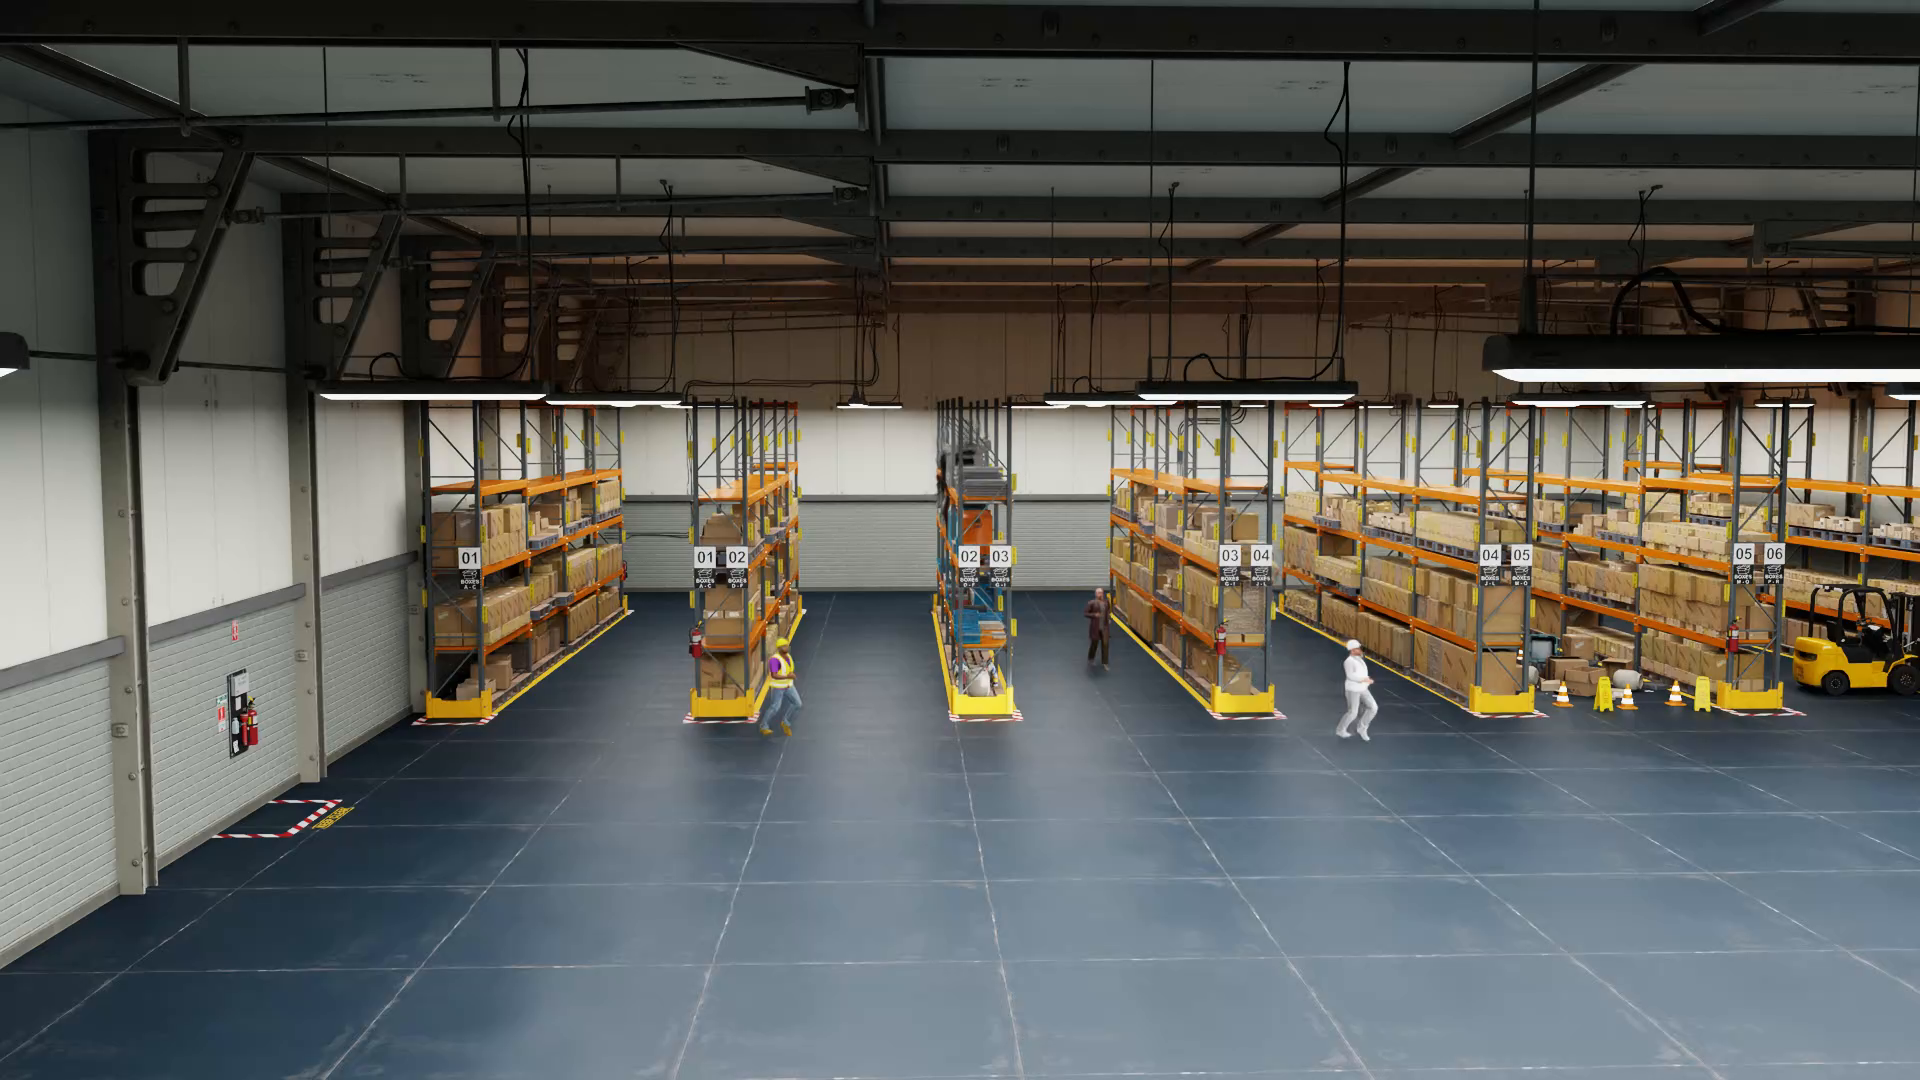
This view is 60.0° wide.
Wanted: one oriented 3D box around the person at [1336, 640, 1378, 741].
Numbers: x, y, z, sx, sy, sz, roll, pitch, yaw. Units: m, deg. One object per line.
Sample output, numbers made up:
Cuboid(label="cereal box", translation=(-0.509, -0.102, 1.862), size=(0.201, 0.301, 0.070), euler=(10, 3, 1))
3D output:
Cuboid(label="person", translation=(6.920, 2.623, 28.989), size=(0.721, 1.785, 0.663), euler=(4, 6, 41))

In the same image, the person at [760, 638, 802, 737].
Cuboid(label="person", translation=(-3.108, 2.587, 29.183), size=(0.861, 1.760, 0.711), euler=(3, 5, 34))

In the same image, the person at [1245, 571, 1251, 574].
Cuboid(label="person", translation=(8.400, 1.153, 48.709), size=(0.759, 1.641, 0.704), euler=(-1, 4, -8))

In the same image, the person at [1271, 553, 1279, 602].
Cuboid(label="person", translation=(9.015, 1.155, 48.752), size=(0.523, 1.616, 0.636), euler=(-1, 5, -13))

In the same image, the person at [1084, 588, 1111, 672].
Cuboid(label="person", translation=(3.078, 1.963, 36.799), size=(0.707, 1.775, 1.022), euler=(-1, 5, -15))
